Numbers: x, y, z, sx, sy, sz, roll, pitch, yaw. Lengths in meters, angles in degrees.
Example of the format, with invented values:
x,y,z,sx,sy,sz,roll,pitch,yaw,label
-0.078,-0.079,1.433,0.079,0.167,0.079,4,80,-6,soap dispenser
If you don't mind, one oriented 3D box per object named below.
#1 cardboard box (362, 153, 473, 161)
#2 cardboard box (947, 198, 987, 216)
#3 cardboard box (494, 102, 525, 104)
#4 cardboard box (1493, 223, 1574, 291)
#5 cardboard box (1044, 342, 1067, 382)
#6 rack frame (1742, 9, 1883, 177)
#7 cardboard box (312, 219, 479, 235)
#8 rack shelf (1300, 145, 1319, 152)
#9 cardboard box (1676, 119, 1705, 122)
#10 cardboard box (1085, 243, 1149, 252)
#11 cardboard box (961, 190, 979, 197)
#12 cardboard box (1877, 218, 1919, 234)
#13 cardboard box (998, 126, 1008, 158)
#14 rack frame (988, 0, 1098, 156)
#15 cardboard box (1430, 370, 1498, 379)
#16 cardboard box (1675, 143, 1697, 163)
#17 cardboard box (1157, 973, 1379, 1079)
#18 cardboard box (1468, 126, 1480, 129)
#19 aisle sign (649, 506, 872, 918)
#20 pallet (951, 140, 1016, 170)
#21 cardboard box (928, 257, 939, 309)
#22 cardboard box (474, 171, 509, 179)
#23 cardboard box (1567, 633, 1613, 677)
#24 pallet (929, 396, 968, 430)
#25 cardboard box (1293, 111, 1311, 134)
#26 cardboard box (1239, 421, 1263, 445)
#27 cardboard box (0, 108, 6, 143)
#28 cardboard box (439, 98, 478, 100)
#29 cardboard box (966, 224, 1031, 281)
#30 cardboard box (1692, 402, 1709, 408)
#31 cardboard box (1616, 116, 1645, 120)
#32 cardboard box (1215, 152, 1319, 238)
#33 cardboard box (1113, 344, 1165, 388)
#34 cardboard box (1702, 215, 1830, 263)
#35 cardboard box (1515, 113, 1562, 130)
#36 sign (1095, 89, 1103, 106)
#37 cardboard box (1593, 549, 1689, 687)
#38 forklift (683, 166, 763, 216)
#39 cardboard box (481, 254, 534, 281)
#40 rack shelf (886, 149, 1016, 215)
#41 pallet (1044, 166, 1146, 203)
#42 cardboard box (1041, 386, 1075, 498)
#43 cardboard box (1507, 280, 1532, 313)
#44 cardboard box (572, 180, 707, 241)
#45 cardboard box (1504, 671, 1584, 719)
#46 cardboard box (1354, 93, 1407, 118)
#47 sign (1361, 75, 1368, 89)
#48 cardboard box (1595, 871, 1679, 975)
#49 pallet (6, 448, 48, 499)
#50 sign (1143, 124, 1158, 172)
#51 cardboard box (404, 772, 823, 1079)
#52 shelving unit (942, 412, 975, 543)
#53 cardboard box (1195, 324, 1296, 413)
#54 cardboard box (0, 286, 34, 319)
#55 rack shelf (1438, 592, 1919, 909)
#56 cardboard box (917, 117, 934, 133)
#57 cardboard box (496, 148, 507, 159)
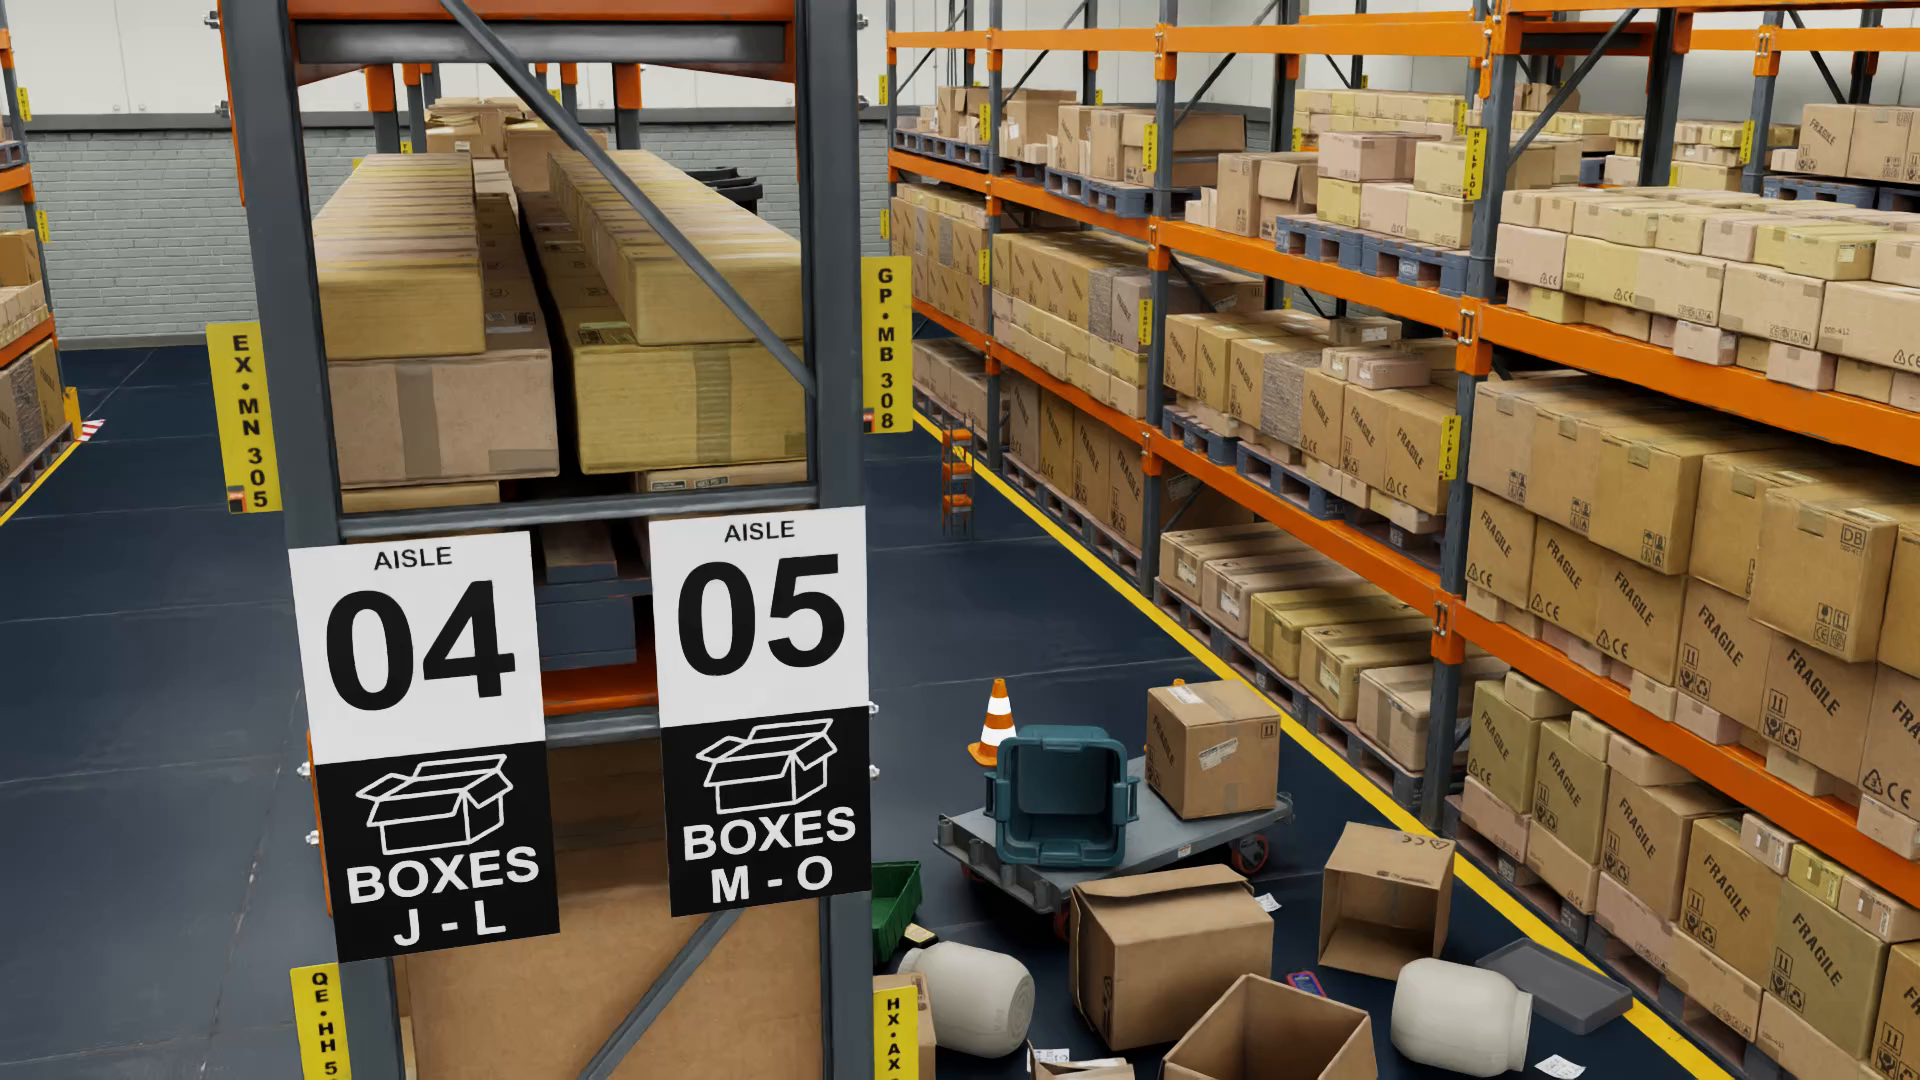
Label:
x,y,z,sx,sy,sz,roll,pitch,yaw,label
-1.998,-1.347,6.155,0.380,0.149,0.250,-5,17,-15,cardboard box
0.081,-3.416,17.070,0.380,0.149,0.250,-5,17,-16,cardboard box
-4.216,-4.074,15.784,0.380,0.149,0.250,-5,17,-17,cardboard box
2.818,-1.311,7.631,0.500,0.250,0.500,-5,17,-16,cardboard box
1.027,-1.520,14.059,0.500,0.250,0.500,-5,17,-16,cardboard box
6.633,-4.320,12.691,1.000,3.000,0.127,-5,17,-15,rack frame
-1.301,-0.646,3.822,0.380,0.149,0.250,-4,17,-14,cardboard box
4.984,-4.198,18.751,1.077,0.370,4.000,-5,17,-15,rack shelf
6.391,-3.614,14.606,0.380,0.149,0.250,-5,17,-16,cardboard box
1.396,-2.298,14.477,0.500,0.500,0.500,-4,17,-14,cardboard box
0.232,-3.736,18.136,0.380,0.149,0.250,-5,17,-16,cardboard box
3.775,-1.153,6.414,0.380,0.149,0.250,-4,17,-15,cardboard box
0.563,-3.567,14.902,0.396,0.266,0.258,-5,17,-16,cardboard box
0.762,-5.033,15.064,1.000,3.000,0.127,-5,17,-15,rack frame
2.846,-0.767,9.870,0.500,0.500,0.500,-5,17,-16,cardboard box
6.204,-3.229,13.842,0.380,0.149,0.250,-4,17,-14,cardboard box
1.143,2.070,6.188,0.637,0.503,0.797,11,20,32,cardboard box
5.233,-4.004,16.387,0.380,0.149,0.250,-4,17,-14,cardboard box
-0.364,0.330,3.121,0.394,0.787,0.004,-5,17,-15,aisle sign
0.547,-3.781,16.265,1.003,0.211,1.213,-5,17,-15,pallet
-0.040,-2.741,17.690,0.500,0.500,0.500,-4,17,-13,cardboard box
-2.604,-1.779,8.696,0.500,0.311,0.500,-5,17,-16,cardboard box
2.995,0.494,7.530,0.380,0.149,0.250,-4,17,-14,cardboard box
0.289,-1.379,18.175,1.003,0.211,1.213,-5,17,-15,pallet
4.293,-5.022,19.987,0.500,0.250,0.500,-5,17,-16,cardboard box
2.045,-0.731,10.878,0.380,0.149,0.250,-4,17,-12,cardboard box
-9.671,-4.076,16.017,0.700,0.500,0.500,-6,18,-19,cardboard box
-5.146,-4.462,17.078,0.380,0.149,0.250,-4,17,-13,cardboard box
0.367,-2.795,16.131,0.500,0.500,0.500,-5,17,-16,cardboard box
6.611,-1.151,15.056,0.380,0.149,0.250,-6,18,-18,cardboard box
6.177,-3.763,15.067,0.380,0.149,0.250,-4,17,-14,cardboard box
2.112,-2.275,10.923,0.700,0.500,0.500,-5,17,-15,cardboard box
1.484,-1.335,12.573,0.500,0.250,0.500,-5,17,-15,cardboard box
3.144,-1.176,6.490,0.380,0.149,0.250,-5,17,-16,cardboard box
5.461,-3.933,15.632,0.380,0.149,0.250,-5,17,-16,cardboard box
1.281,-4.040,15.528,0.100,0.325,0.005,-5,17,-15,sign
3.099,0.284,7.103,0.500,0.500,0.500,-5,17,-16,cardboard box
-2.628,-1.929,15.279,3.031,2.935,1.130,11,20,33,forklift
-1.349,-0.568,4.254,0.500,0.250,0.500,-5,17,-16,cardboard box
0.212,-3.805,17.441,1.077,0.370,4.000,-5,17,-15,rack shelf
1.323,-2.882,13.448,1.003,0.211,1.213,-4,17,-13,pallet
1.265,-0.929,14.793,0.875,0.875,0.875,-4,17,-14,cardboard box
2.809,-1.156,7.810,0.380,0.149,0.250,-5,17,-16,cardboard box
-0.947,-0.979,4.929,0.380,0.149,0.250,-4,17,-15,cardboard box
2.840,0.723,7.949,0.380,0.149,0.250,-4,17,-14,cardboard box
4.737,-4.843,18.522,0.500,0.250,0.500,-4,17,-14,cardboard box
4.973,-5.558,20.489,0.100,0.325,0.005,-5,17,-15,sign
3.169,1.647,7.305,0.500,0.250,0.500,-5,17,-16,cardboard box
-9.239,-0.595,15.567,1.003,0.211,1.213,-5,17,-15,pallet
1.325,-2.734,11.588,0.100,0.325,0.005,-5,17,-15,sign
-0.737,0.884,3.656,0.875,0.550,0.550,-5,17,-15,cardboard box
-0.015,-0.518,13.850,0.215,1.050,0.252,-5,17,-15,shelving unit
1.912,-1.158,11.173,0.500,0.500,0.500,-4,17,-12,cardboard box
-9.339,-2.300,16.138,0.500,0.250,0.500,-5,17,-16,cardboard box
3.510,0.951,6.822,1.077,0.370,4.000,-5,17,-15,rack shelf
-0.260,-4.512,18.078,0.380,0.149,0.250,-4,17,-13,cardboard box
-2.916,-2.435,11.457,0.500,0.500,0.500,-5,17,-15,cardboard box
